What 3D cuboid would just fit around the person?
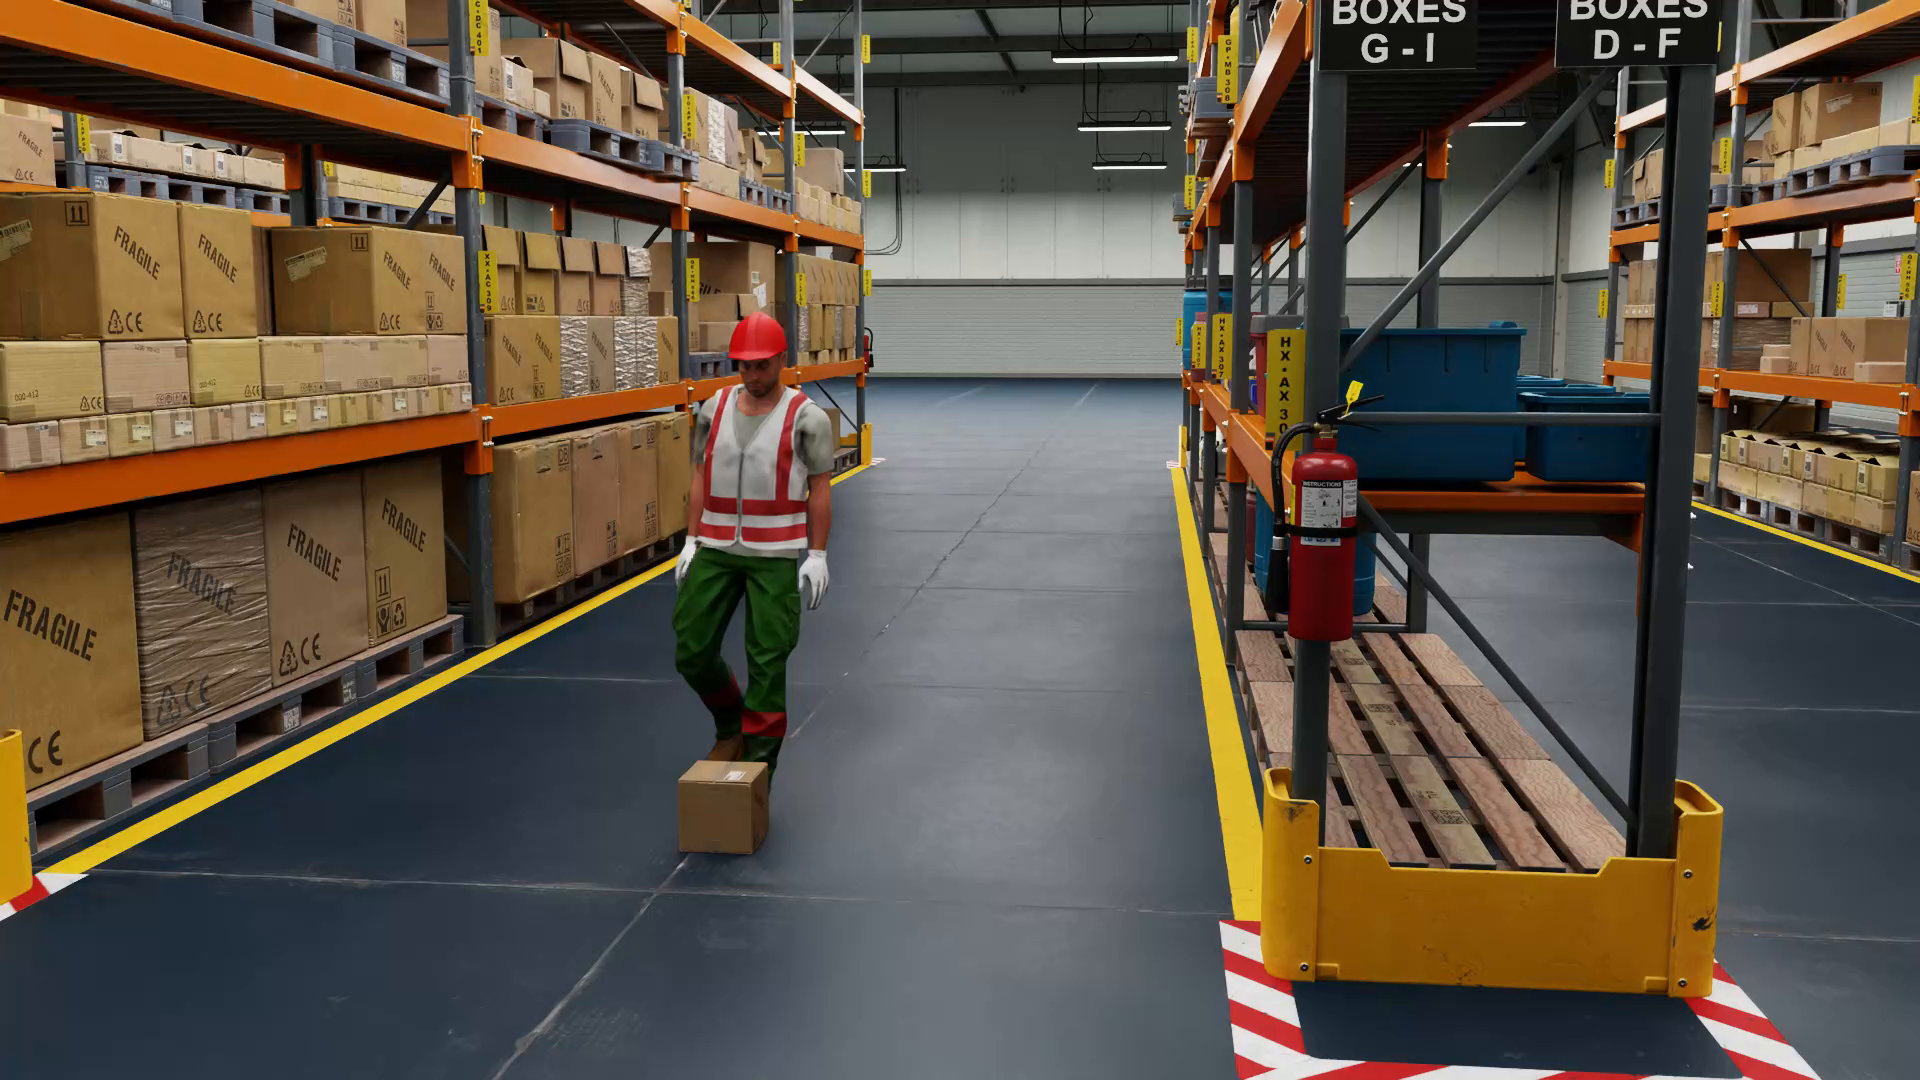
[{"bbox_3d":[-0.773,0.077,5.999,0.591,1.780,0.629,2,8,12],"label":"person"}]
